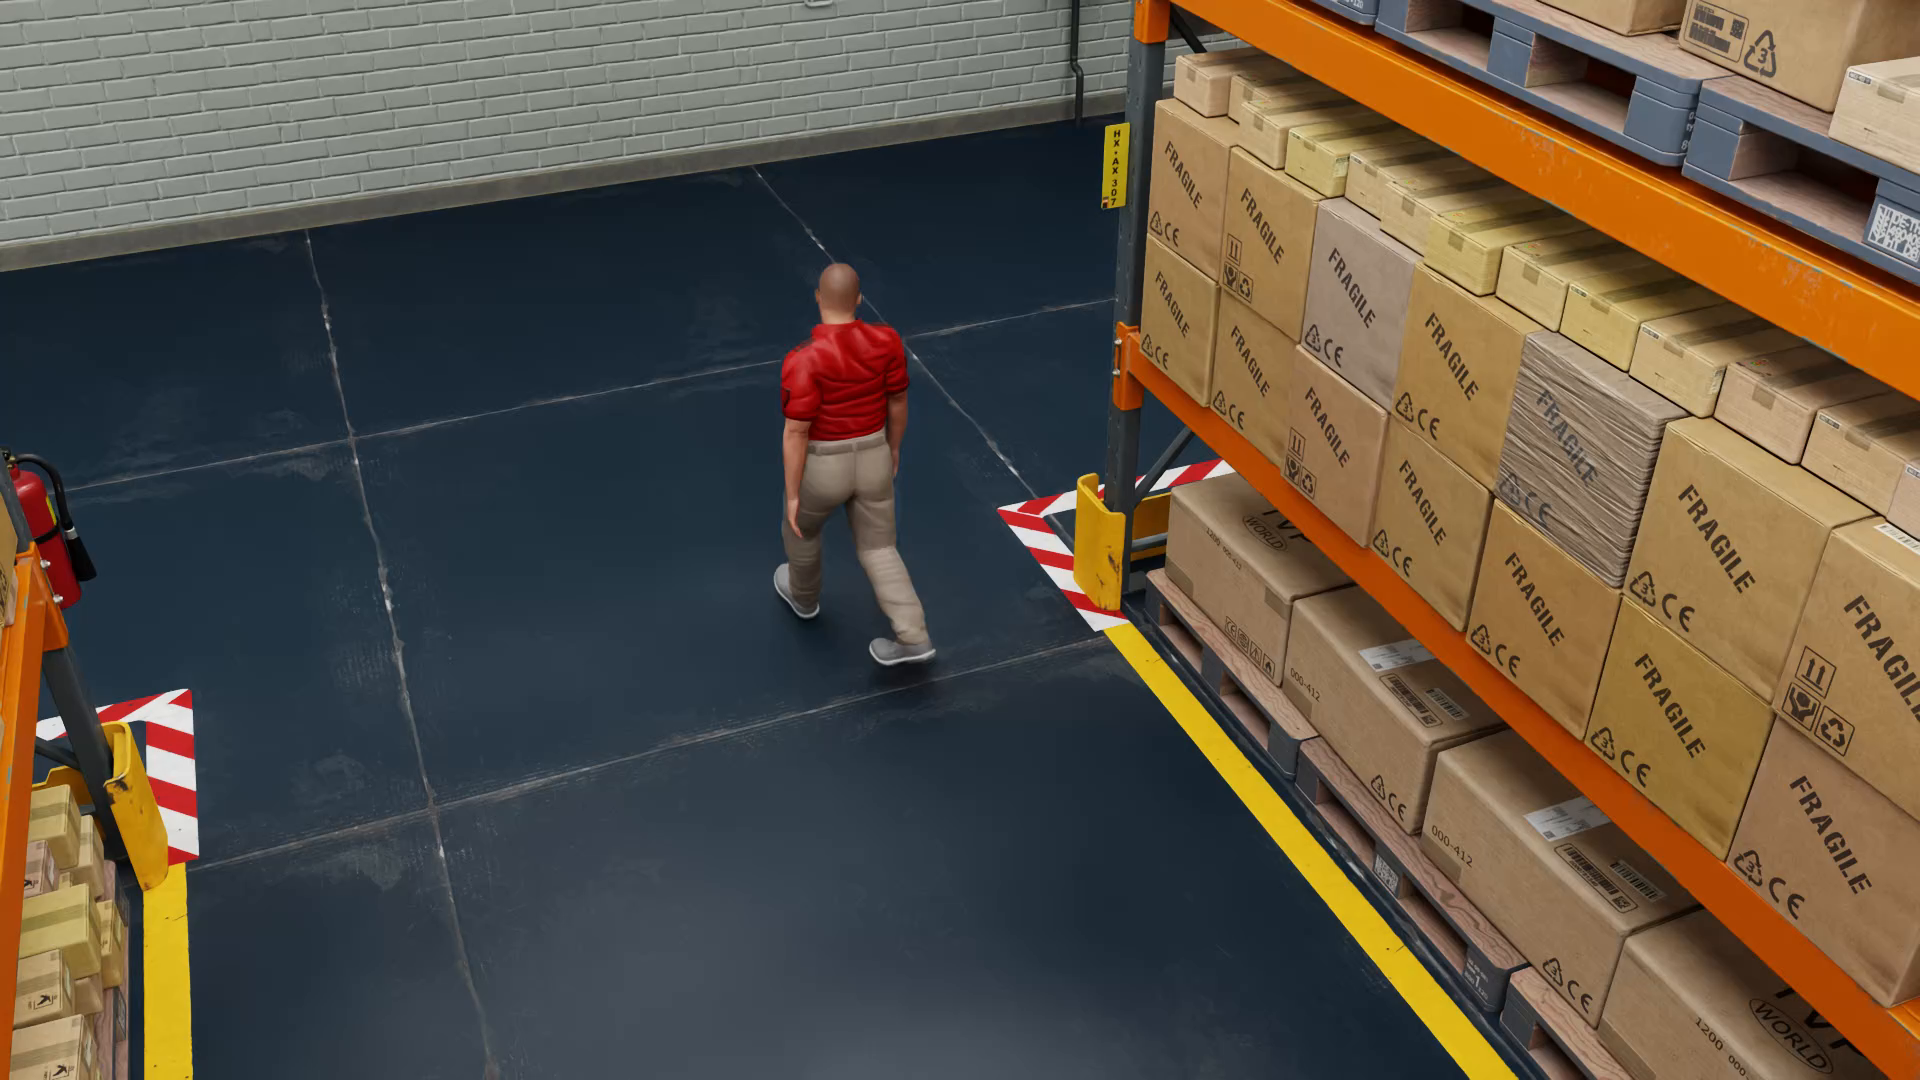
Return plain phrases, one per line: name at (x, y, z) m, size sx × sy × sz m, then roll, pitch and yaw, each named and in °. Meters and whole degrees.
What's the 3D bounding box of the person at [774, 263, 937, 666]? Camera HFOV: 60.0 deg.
person at (-0.467, -0.295, 6.621) m, size 0.599 × 1.683 × 1.012 m, roll -15°, pitch 36°, yaw -22°
